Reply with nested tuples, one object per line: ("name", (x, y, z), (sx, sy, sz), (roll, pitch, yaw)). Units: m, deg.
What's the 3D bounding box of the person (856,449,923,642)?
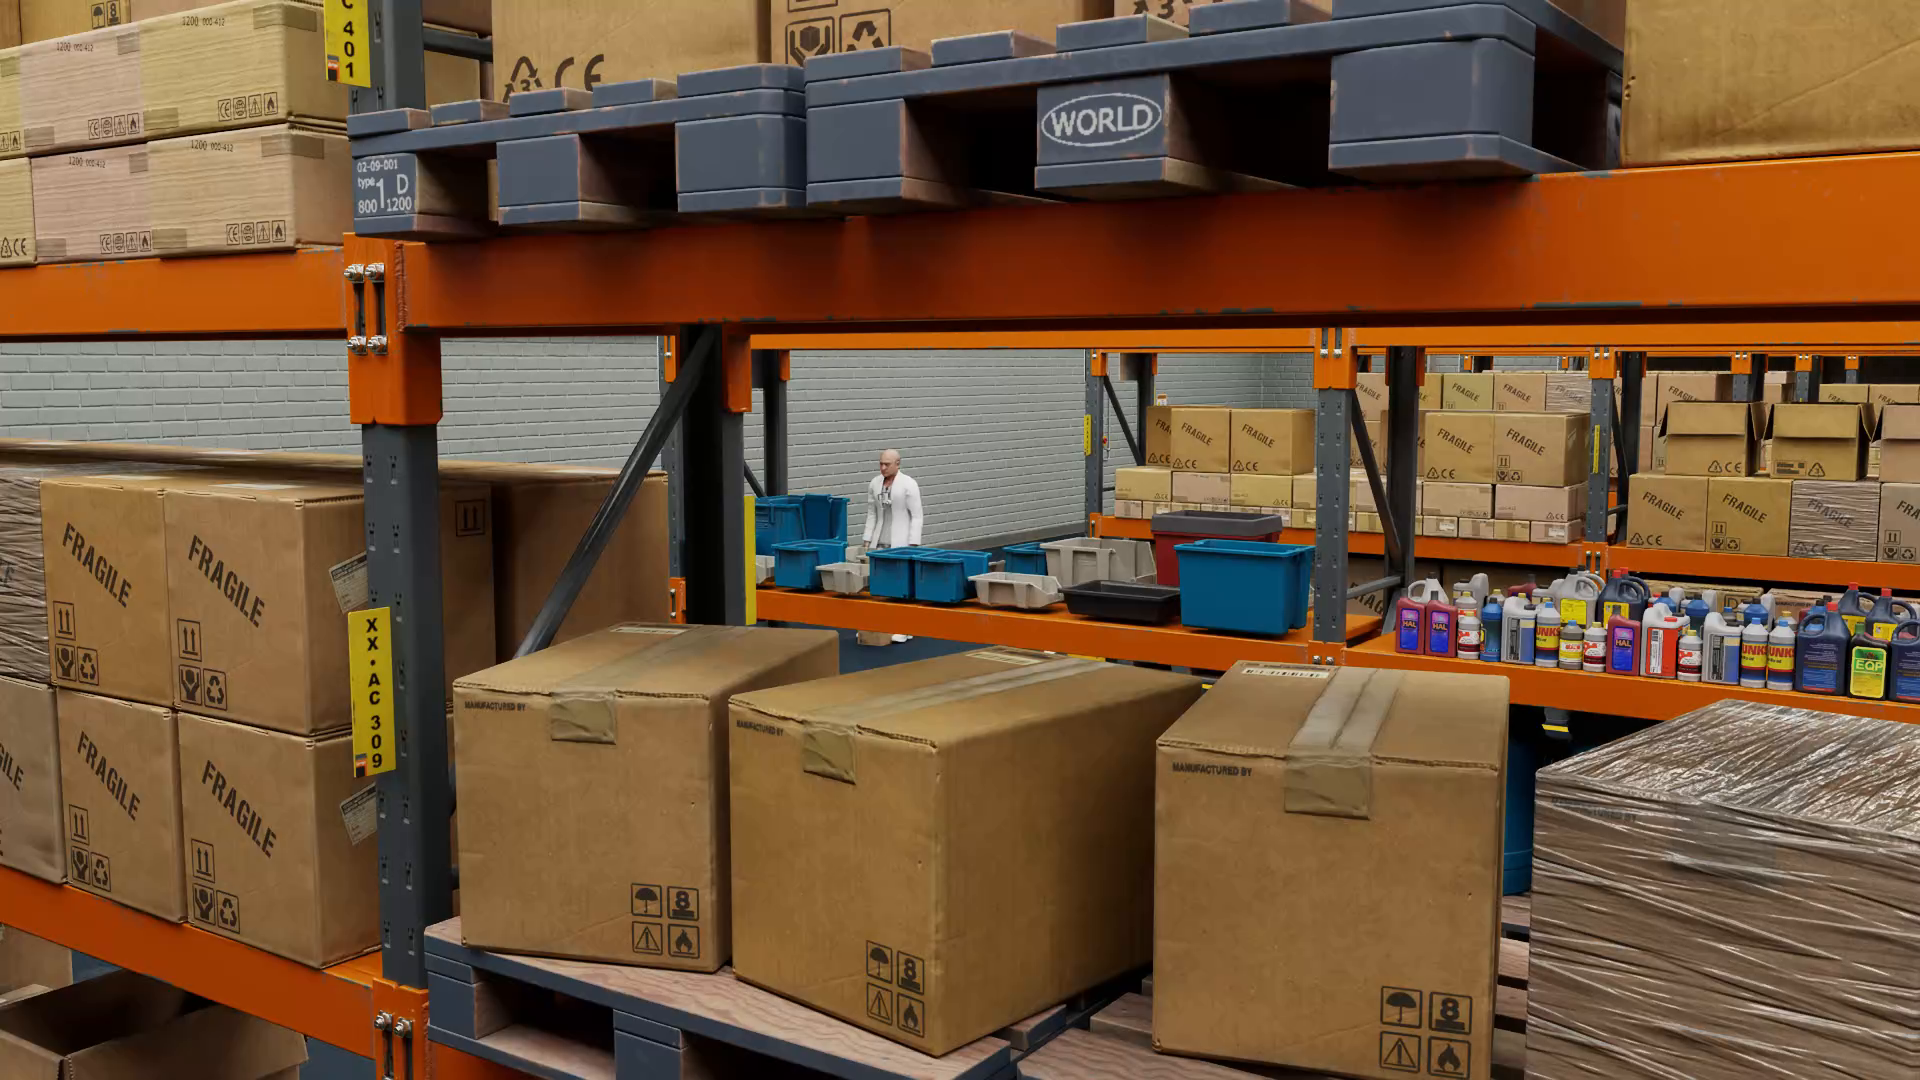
("person", (-0.635, 0.043, 15.369), (0.640, 1.773, 0.426), (4, 7, 33))
